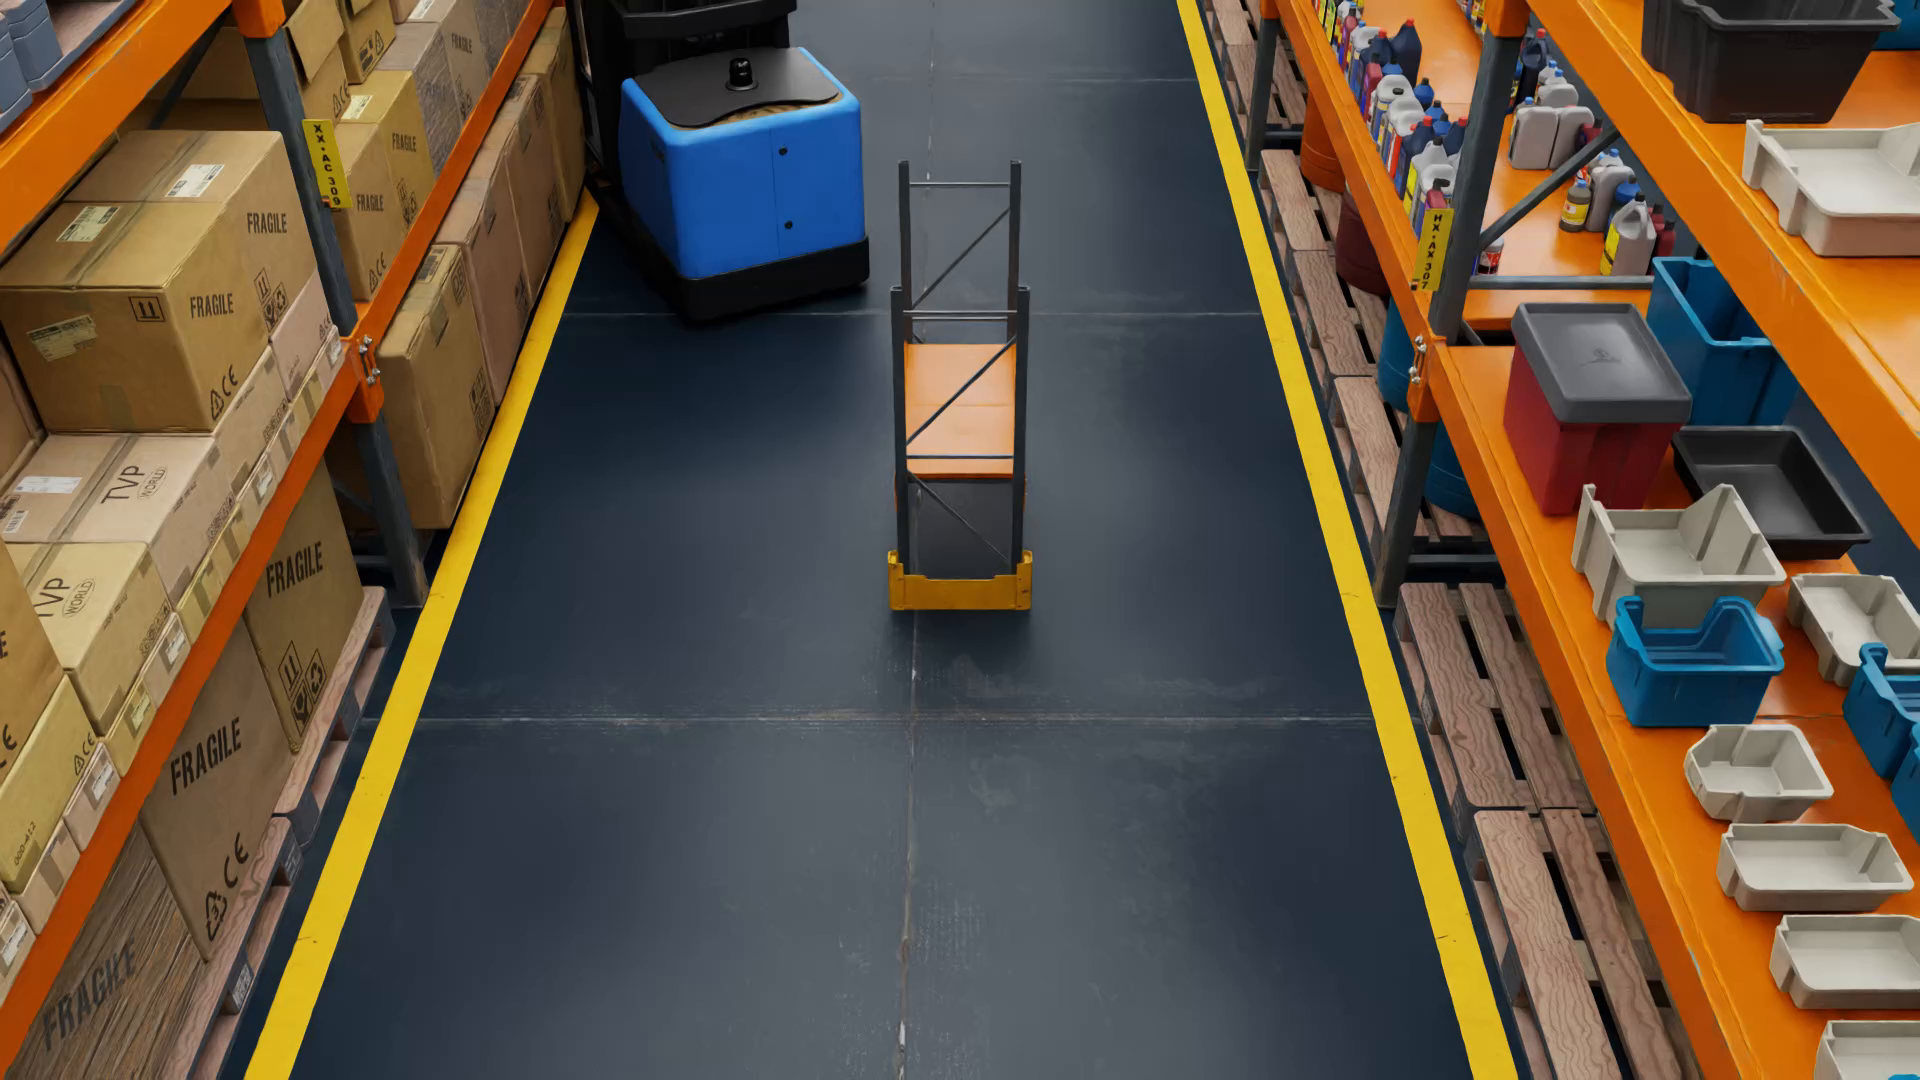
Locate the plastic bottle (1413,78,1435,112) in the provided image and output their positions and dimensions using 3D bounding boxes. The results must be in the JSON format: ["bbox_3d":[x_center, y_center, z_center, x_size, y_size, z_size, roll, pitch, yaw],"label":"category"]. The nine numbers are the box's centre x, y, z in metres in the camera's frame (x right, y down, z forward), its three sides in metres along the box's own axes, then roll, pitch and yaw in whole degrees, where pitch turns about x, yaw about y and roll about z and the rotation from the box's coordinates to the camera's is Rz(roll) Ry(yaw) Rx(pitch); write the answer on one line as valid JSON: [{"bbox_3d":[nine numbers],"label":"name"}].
[{"bbox_3d":[2.029,-1.902,7.328,0.097,0.271,0.097,0,39,0],"label":"plastic bottle"}]

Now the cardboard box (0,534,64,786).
[{"bbox_3d":[-2.457,0.296,3.764,0.500,0.500,0.500,-1,39,-1],"label":"cardboard box"}]

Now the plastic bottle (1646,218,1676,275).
[{"bbox_3d":[2.655,-1.106,6.324,0.061,0.283,0.133,0,39,0],"label":"plastic bottle"}]

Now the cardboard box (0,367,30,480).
[{"bbox_3d":[-2.981,-0.335,4.552,0.500,0.500,0.500,-1,39,-1],"label":"cardboard box"}]

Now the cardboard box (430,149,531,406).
[{"bbox_3d":[-2.746,-1.212,7.727,1.225,0.875,0.875,-1,39,-2],"label":"cardboard box"}]

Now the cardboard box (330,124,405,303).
[{"bbox_3d":[-2.474,-1.245,6.325,0.500,0.500,0.500,0,39,0],"label":"cardboard box"}]

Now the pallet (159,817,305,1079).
[{"bbox_3d":[-2.797,1.411,5.321,1.003,0.211,1.213,0,39,0],"label":"pallet"}]

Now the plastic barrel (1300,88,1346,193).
[{"bbox_3d":[2.242,-2.434,9.288,0.600,0.830,0.708,0,39,0],"label":"plastic barrel"}]

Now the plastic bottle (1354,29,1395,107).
[{"bbox_3d":[1.900,-2.166,7.593,0.144,0.351,0.185,0,39,0],"label":"plastic bottle"}]

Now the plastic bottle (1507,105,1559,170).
[{"bbox_3d":[2.456,-1.742,7.124,0.152,0.276,0.135,0,39,0],"label":"plastic bottle"}]

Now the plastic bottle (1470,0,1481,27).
[{"bbox_3d":[2.634,-2.694,8.372,0.097,0.201,0.097,0,39,0],"label":"plastic bottle"}]

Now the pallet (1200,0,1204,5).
[{"bbox_3d":[2.260,-4.345,12.503,1.003,0.211,1.213,0,39,0],"label":"pallet"}]

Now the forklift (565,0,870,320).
[{"bbox_3d":[-1.578,-3.188,8.885,1.130,2.935,3.031,-17,42,-20],"label":"forklift"}]

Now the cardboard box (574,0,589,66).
[{"bbox_3d":[-2.763,-3.382,10.718,0.700,0.500,0.500,-3,39,-4],"label":"cardboard box"}]

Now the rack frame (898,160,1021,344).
[{"bbox_3d":[-0.001,-0.956,7.244,0.500,1.500,0.032,0,39,0],"label":"rack frame"}]

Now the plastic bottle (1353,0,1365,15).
[{"bbox_3d":[2.027,-2.797,8.501,0.097,0.201,0.097,0,39,0],"label":"plastic bottle"}]

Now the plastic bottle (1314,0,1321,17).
[{"bbox_3d":[1.902,-2.814,8.463,0.152,0.276,0.135,0,39,0],"label":"plastic bottle"}]

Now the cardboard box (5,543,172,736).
[{"bbox_3d":[-2.460,0.260,4.409,0.500,0.250,0.500,-1,39,-1],"label":"cardboard box"}]

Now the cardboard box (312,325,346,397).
[{"bbox_3d":[-2.396,-0.630,5.838,0.380,0.149,0.250,0,39,0],"label":"cardboard box"}]

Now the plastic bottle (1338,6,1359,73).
[{"bbox_3d":[1.857,-2.384,7.920,0.061,0.283,0.133,0,39,0],"label":"plastic bottle"}]

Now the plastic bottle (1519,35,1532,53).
[{"bbox_3d":[2.592,-2.211,7.704,0.061,0.283,0.133,0,39,0],"label":"plastic bottle"}]

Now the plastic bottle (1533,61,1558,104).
[{"bbox_3d":[2.635,-2.019,7.473,0.097,0.271,0.097,0,39,0],"label":"plastic bottle"}]

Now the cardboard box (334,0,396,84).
[{"bbox_3d":[-2.722,-2.177,6.686,0.797,0.503,0.637,0,39,0],"label":"cardboard box"}]

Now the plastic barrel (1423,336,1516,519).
[{"bbox_3d":[2.246,-0.607,6.951,0.600,0.901,0.708,0,39,0],"label":"plastic barrel"}]

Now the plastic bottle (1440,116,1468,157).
[{"bbox_3d":[2.045,-1.593,6.878,0.144,0.351,0.185,0,39,0],"label":"plastic bottle"}]

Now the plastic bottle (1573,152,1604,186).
[{"bbox_3d":[2.636,-1.557,6.953,0.097,0.201,0.097,0,39,0],"label":"plastic bottle"}]

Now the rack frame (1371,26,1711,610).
[{"bbox_3d":[2.229,-0.922,6.001,1.000,3.000,0.127,0,39,0],"label":"rack frame"}]

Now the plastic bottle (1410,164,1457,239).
[{"bbox_3d":[1.905,-1.348,6.633,0.152,0.276,0.135,0,39,0],"label":"plastic bottle"}]

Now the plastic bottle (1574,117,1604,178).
[{"bbox_3d":[2.654,-1.661,7.017,0.061,0.283,0.133,0,39,0],"label":"plastic bottle"}]

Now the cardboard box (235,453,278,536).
[{"bbox_3d":[-2.395,-0.147,5.236,0.380,0.149,0.250,1,39,1],"label":"cardboard box"}]

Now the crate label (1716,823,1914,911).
[{"bbox_3d":[2.041,0.794,4.023,0.396,0.136,0.243,0,39,0],"label":"crate label"}]

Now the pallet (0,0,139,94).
[{"bbox_3d":[-2.733,-1.542,4.448,1.003,0.211,1.213,0,39,0],"label":"pallet"}]

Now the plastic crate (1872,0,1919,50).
[{"bbox_3d":[2.549,-1.458,4.406,0.416,0.233,0.300,0,39,0],"label":"plastic crate"}]

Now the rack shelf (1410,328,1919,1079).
[{"bbox_3d":[2.231,0.610,4.666,1.077,0.370,4.000,0,39,0],"label":"rack shelf"}]

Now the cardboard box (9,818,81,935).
[{"bbox_3d":[-2.393,0.817,4.033,0.380,0.149,0.250,-1,39,-1],"label":"cardboard box"}]

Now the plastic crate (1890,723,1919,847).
[{"bbox_3d":[2.561,0.644,4.134,0.416,0.233,0.300,0,39,0],"label":"plastic crate"}]

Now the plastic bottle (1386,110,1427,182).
[{"bbox_3d":[1.904,-1.663,7.026,0.152,0.276,0.135,0,39,0],"label":"plastic bottle"}]

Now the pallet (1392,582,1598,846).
[{"bbox_3d":[2.269,0.626,6.300,1.003,0.211,1.213,0,39,0],"label":"pallet"}]

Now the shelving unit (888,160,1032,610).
[{"bbox_3d":[0.000,-0.633,6.840,0.587,1.500,1.083,0,39,0],"label":"shelving unit"}]

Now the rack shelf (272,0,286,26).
[{"bbox_3d":[-2.726,-3.059,6.845,1.077,0.370,4.000,0,39,0],"label":"rack shelf"}]

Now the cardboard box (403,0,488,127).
[{"bbox_3d":[-2.482,-2.195,7.511,0.500,0.500,0.500,1,39,1],"label":"cardboard box"}]

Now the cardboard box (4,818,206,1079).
[{"bbox_3d":[-2.801,1.279,4.618,0.875,0.875,0.875,0,39,0],"label":"cardboard box"}]

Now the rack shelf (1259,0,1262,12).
[{"bbox_3d":[2.222,-4.393,10.908,1.077,0.370,4.000,0,39,0],"label":"rack shelf"}]

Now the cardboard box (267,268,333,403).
[{"bbox_3d":[-2.461,-0.700,5.607,0.500,0.250,0.500,-1,39,-1],"label":"cardboard box"}]

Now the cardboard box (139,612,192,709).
[{"bbox_3d":[-2.395,0.333,4.636,0.380,0.149,0.250,1,39,1],"label":"cardboard box"}]

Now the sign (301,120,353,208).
[{"bbox_3d":[-2.169,-1.288,5.703,0.100,0.325,0.005,0,39,0],"label":"sign"}]

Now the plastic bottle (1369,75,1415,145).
[{"bbox_3d":[1.904,-1.892,7.312,0.152,0.276,0.135,0,39,0],"label":"plastic bottle"}]

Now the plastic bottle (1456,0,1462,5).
[{"bbox_3d":[2.634,-2.876,8.599,0.097,0.201,0.097,0,39,0],"label":"plastic bottle"}]

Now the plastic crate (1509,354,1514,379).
[{"bbox_3d":[2.087,-0.551,5.702,0.396,0.136,0.243,0,39,0],"label":"plastic crate"}]

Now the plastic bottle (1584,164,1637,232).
[{"bbox_3d":[2.609,-1.392,6.687,0.152,0.276,0.135,0,39,0],"label":"plastic bottle"}]

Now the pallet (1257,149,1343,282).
[{"bbox_3d":[2.267,-1.842,9.380,1.003,0.211,1.213,0,39,0],"label":"pallet"}]

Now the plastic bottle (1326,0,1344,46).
[{"bbox_3d":[1.857,-2.589,8.176,0.061,0.283,0.133,0,39,0],"label":"plastic bottle"}]

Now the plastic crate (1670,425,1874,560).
[{"bbox_3d":[2.499,-0.138,5.195,0.437,0.125,0.590,0,39,0],"label":"plastic crate"}]
